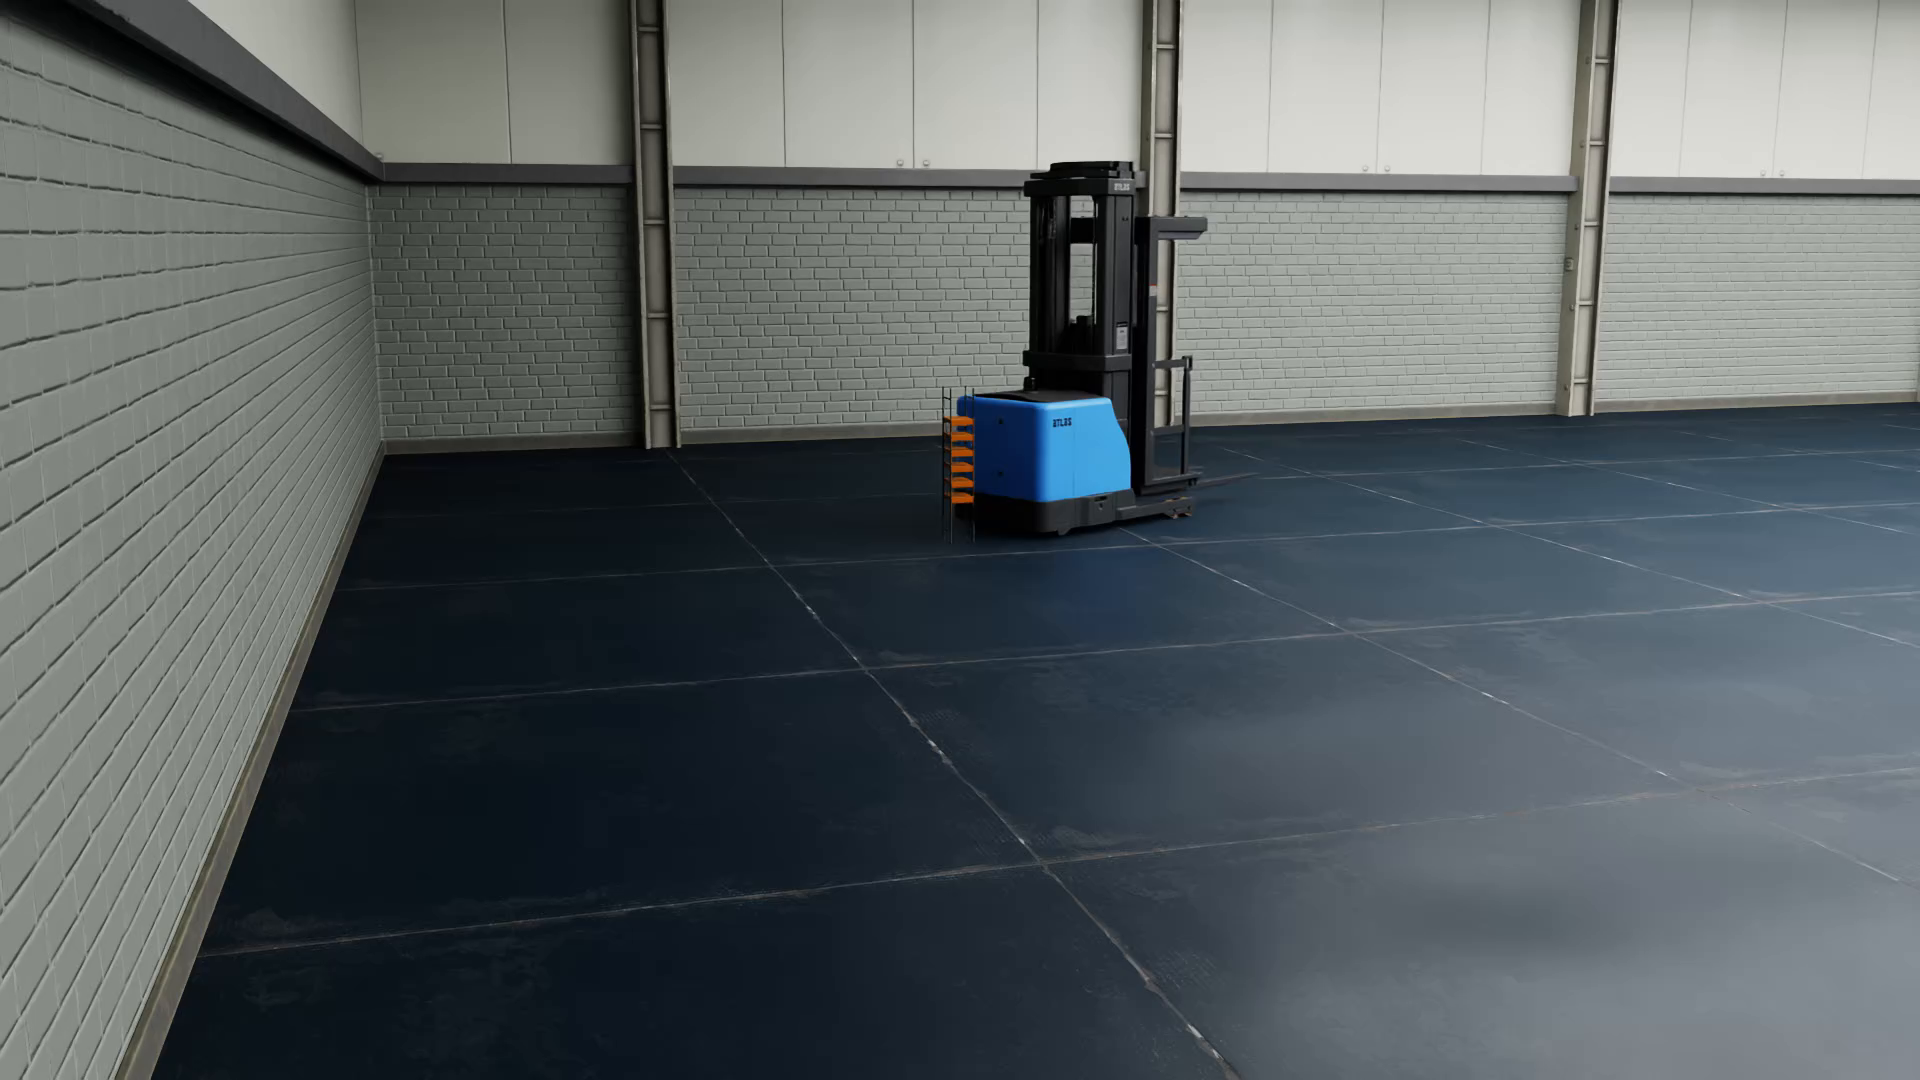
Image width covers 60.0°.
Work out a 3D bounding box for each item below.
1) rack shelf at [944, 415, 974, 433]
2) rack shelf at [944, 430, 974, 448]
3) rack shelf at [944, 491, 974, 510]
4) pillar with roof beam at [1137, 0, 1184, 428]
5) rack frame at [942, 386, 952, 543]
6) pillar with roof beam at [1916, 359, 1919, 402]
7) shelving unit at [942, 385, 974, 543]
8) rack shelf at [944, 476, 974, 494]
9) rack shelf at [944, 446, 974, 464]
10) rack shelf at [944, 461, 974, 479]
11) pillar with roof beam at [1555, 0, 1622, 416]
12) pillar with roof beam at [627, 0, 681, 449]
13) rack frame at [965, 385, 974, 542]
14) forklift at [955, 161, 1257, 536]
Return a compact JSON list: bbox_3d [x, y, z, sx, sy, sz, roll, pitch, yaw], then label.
[{"bbox_3d":[-0.014,-0.900,12.877,0.180,0.103,0.258,-3,11,-16],"label":"rack shelf"},{"bbox_3d":[-0.014,-0.782,12.898,0.180,0.103,0.258,-3,11,-16],"label":"rack shelf"},{"bbox_3d":[-0.014,-0.310,12.985,0.180,0.103,0.258,-3,11,-16],"label":"rack shelf"},{"bbox_3d":[3.595,-5.038,15.560,0.400,9.000,9.100,-3,11,-16],"label":"pillar with roof beam"},{"bbox_3d":[-0.102,-0.585,12.909,0.006,1.200,0.240,-3,11,-16],"label":"rack frame"},{"bbox_3d":[15.117,-5.646,18.858,0.400,9.000,9.100,-3,11,-16],"label":"pillar with roof beam"},{"bbox_3d":[-0.014,-0.589,12.934,0.189,1.200,0.258,-3,11,-16],"label":"shelving unit"},{"bbox_3d":[-0.014,-0.428,12.964,0.180,0.103,0.258,-3,11,-16],"label":"rack shelf"},{"bbox_3d":[-0.014,-0.664,12.920,0.180,0.103,0.258,-3,11,-16],"label":"rack shelf"},{"bbox_3d":[-0.014,-0.546,12.942,0.180,0.103,0.258,-3,11,-16],"label":"rack shelf"},{"bbox_3d":[9.356,-5.342,17.209,0.400,9.000,9.100,-3,11,-16],"label":"pillar with roof beam"},{"bbox_3d":[-2.166,-4.735,13.910,0.400,9.000,9.100,-3,11,-16],"label":"pillar with roof beam"},{"bbox_3d":[0.074,-0.594,12.959,0.006,1.200,0.240,-3,11,-16],"label":"rack frame"},{"bbox_3d":[1.371,-1.679,14.071,3.031,2.935,1.130,-10,14,-43],"label":"forklift"}]
